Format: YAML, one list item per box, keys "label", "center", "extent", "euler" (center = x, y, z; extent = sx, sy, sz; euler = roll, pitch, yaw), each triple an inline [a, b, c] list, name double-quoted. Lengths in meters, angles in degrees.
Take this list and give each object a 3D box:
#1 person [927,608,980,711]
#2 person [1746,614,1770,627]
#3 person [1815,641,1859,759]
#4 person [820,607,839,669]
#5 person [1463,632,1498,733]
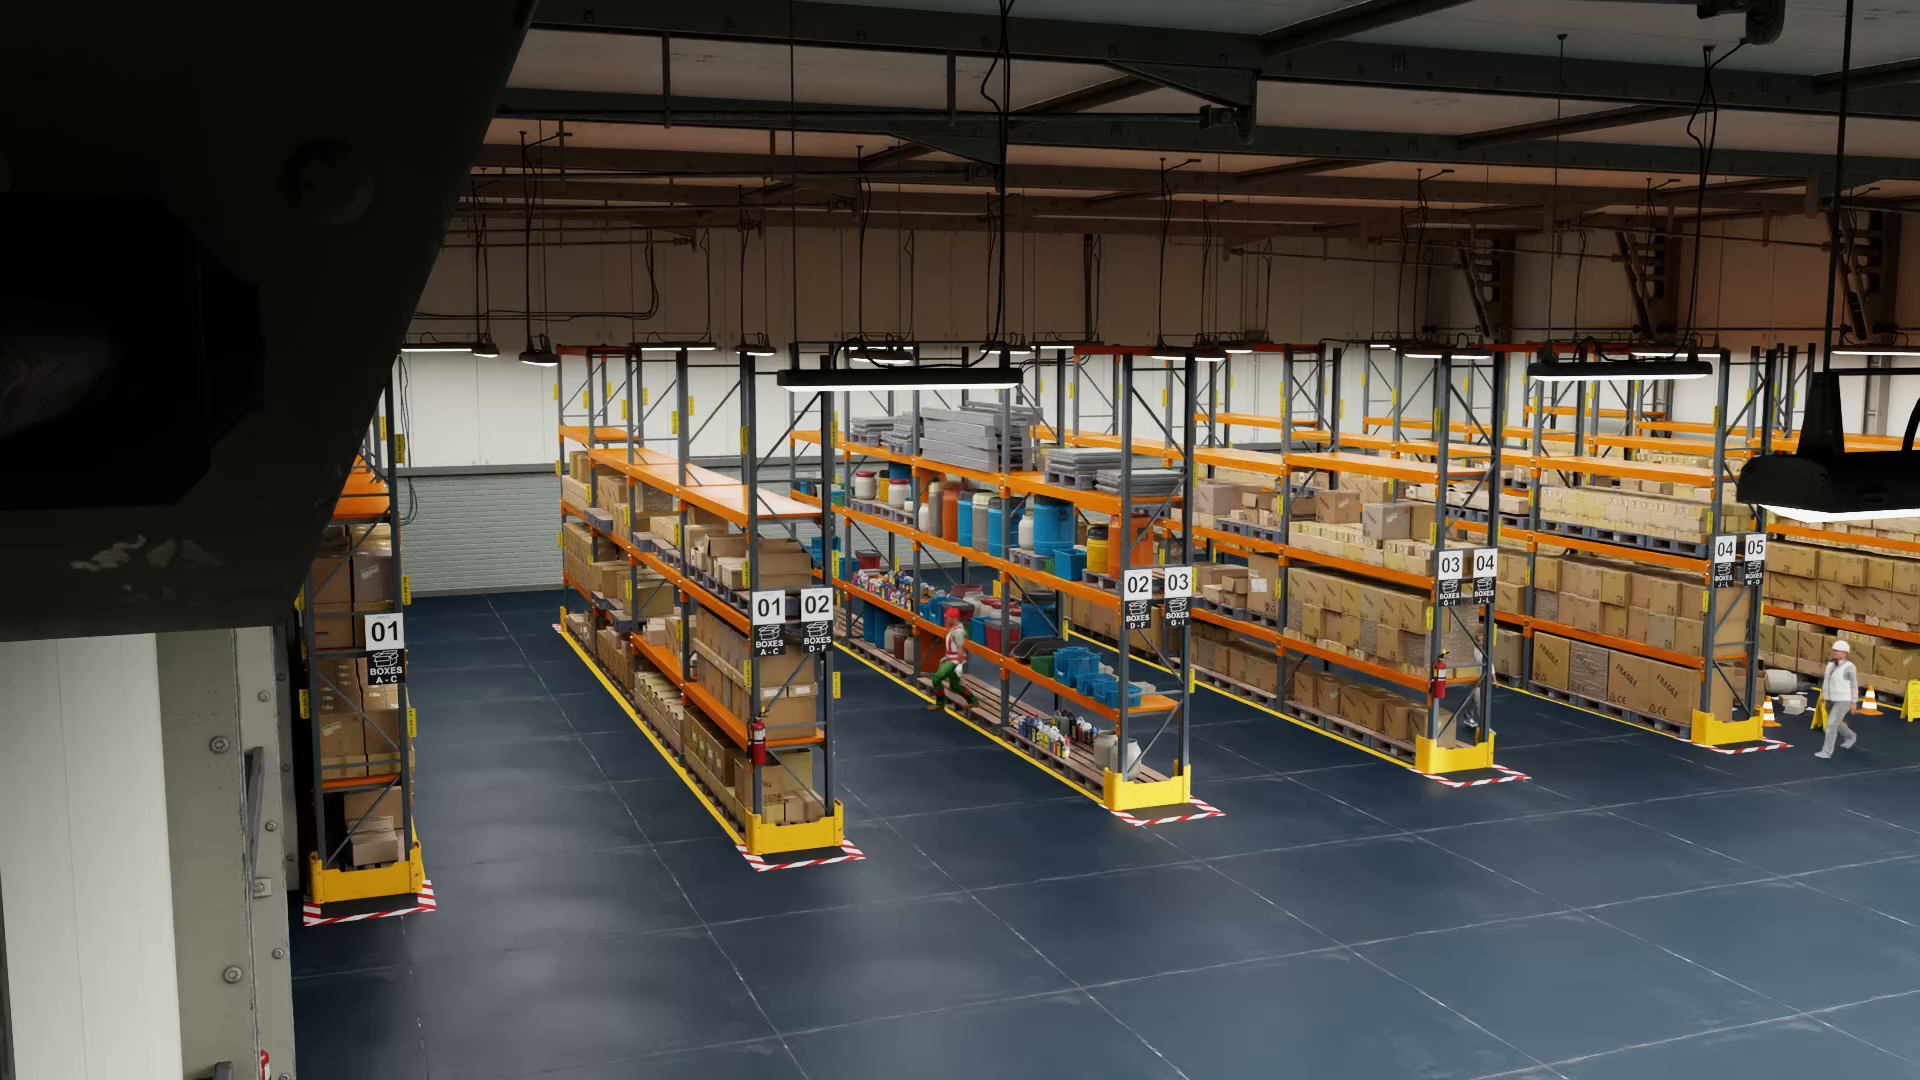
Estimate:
- label: "person"
  center: [-0.107, 1.892, 26.391]
  extent: [0.858, 1.646, 0.584]
  euler: [0, 7, -3]
- label: "person"
  center: [17.003, 1.070, 35.288]
  extent: [0.447, 1.683, 0.612]
  euler: [-5, 9, -35]
- label: "person"
  center: [13.035, 2.346, 24.625]
  extent: [0.999, 1.738, 0.543]
  euler: [-3, 8, -21]
- label: "person"
  center: [-2.461, 1.712, 30.076]
  extent: [0.559, 1.547, 0.814]
  euler: [-2, 7, -14]
- label: "person"
  center: [8.191, 2.230, 26.119]
  extent: [0.432, 1.552, 0.903]
  euler: [-2, 8, -18]
